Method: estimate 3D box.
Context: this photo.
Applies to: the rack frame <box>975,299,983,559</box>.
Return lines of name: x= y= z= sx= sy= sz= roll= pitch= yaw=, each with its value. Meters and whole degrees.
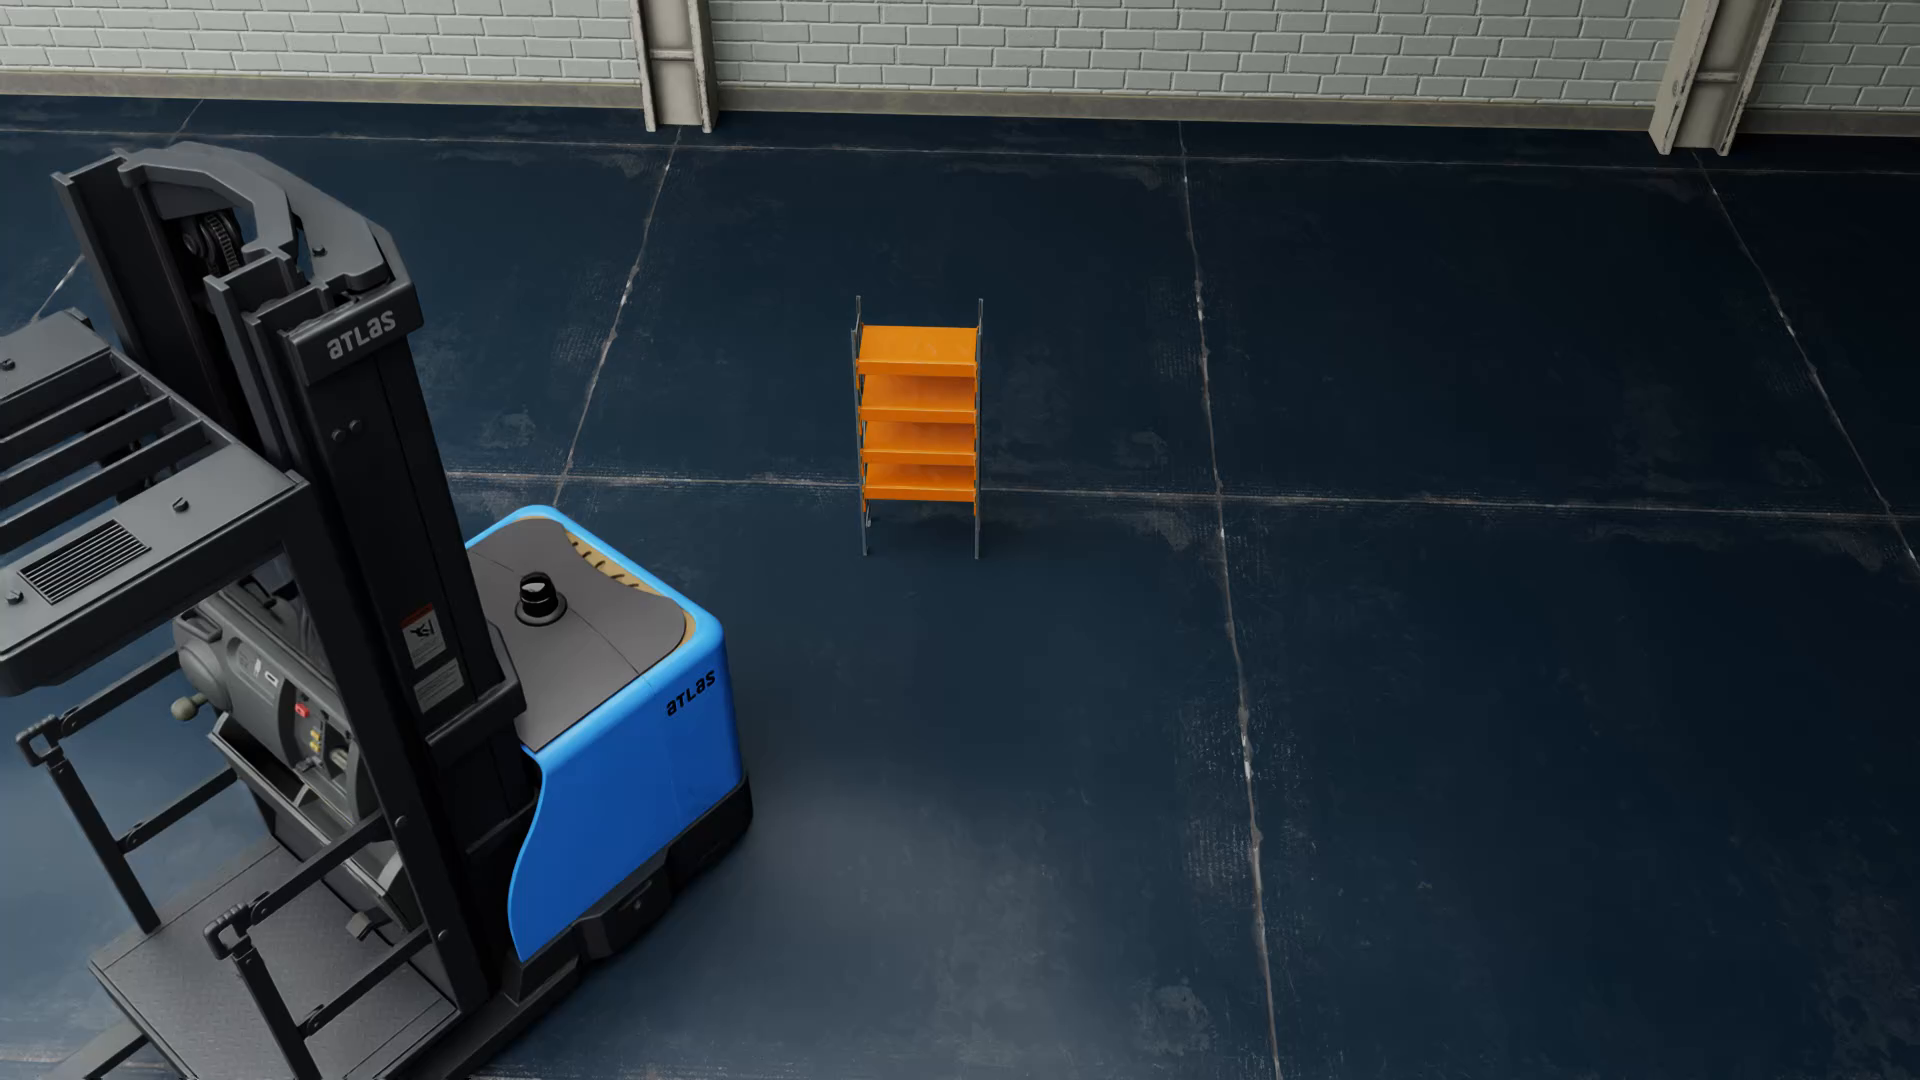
rack frame: x=0.078 y=-0.437 z=6.924 sx=0.015 sy=1.200 sz=0.240 roll=2 pitch=43 yaw=2

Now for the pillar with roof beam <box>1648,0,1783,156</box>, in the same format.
pillar with roof beam: x=4.126 y=-2.726 z=3.660 sx=0.400 sy=9.000 sz=9.100 roll=2 pitch=43 yaw=2

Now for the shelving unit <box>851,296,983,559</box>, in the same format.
shelving unit: x=-0.165 y=-0.444 z=6.932 sx=0.503 sy=1.200 sz=0.258 roll=2 pitch=43 yaw=2

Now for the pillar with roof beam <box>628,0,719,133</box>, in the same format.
pillar with roof beam: x=-1.868 y=-2.911 z=3.858 sx=0.400 sy=9.000 sz=9.100 roll=2 pitch=43 yaw=2

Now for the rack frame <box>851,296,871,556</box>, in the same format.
rack frame: x=-0.409 y=-0.452 z=6.940 sx=0.015 sy=1.200 sz=0.240 roll=2 pitch=43 yaw=2

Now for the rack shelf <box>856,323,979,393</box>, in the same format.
rack shelf: x=-0.165 y=-0.732 z=6.664 sx=0.480 sy=0.148 sz=0.258 roll=2 pitch=43 yaw=2

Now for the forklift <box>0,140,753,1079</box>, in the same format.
forklift: x=-2.105 y=0.538 z=4.608 sx=1.130 sy=2.935 sz=3.031 roll=30 pitch=51 yaw=28

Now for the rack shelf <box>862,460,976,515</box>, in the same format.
rack shelf: x=-0.165 y=-0.250 z=7.113 sx=0.480 sy=0.148 sz=0.258 roll=2 pitch=43 yaw=2

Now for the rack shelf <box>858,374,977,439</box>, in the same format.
rack shelf: x=-0.165 y=-0.559 z=6.825 sx=0.480 sy=0.148 sz=0.258 roll=2 pitch=43 yaw=2

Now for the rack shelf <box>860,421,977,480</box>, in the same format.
rack shelf: x=-0.165 y=-0.395 z=6.978 sx=0.480 sy=0.148 sz=0.258 roll=2 pitch=43 yaw=2
